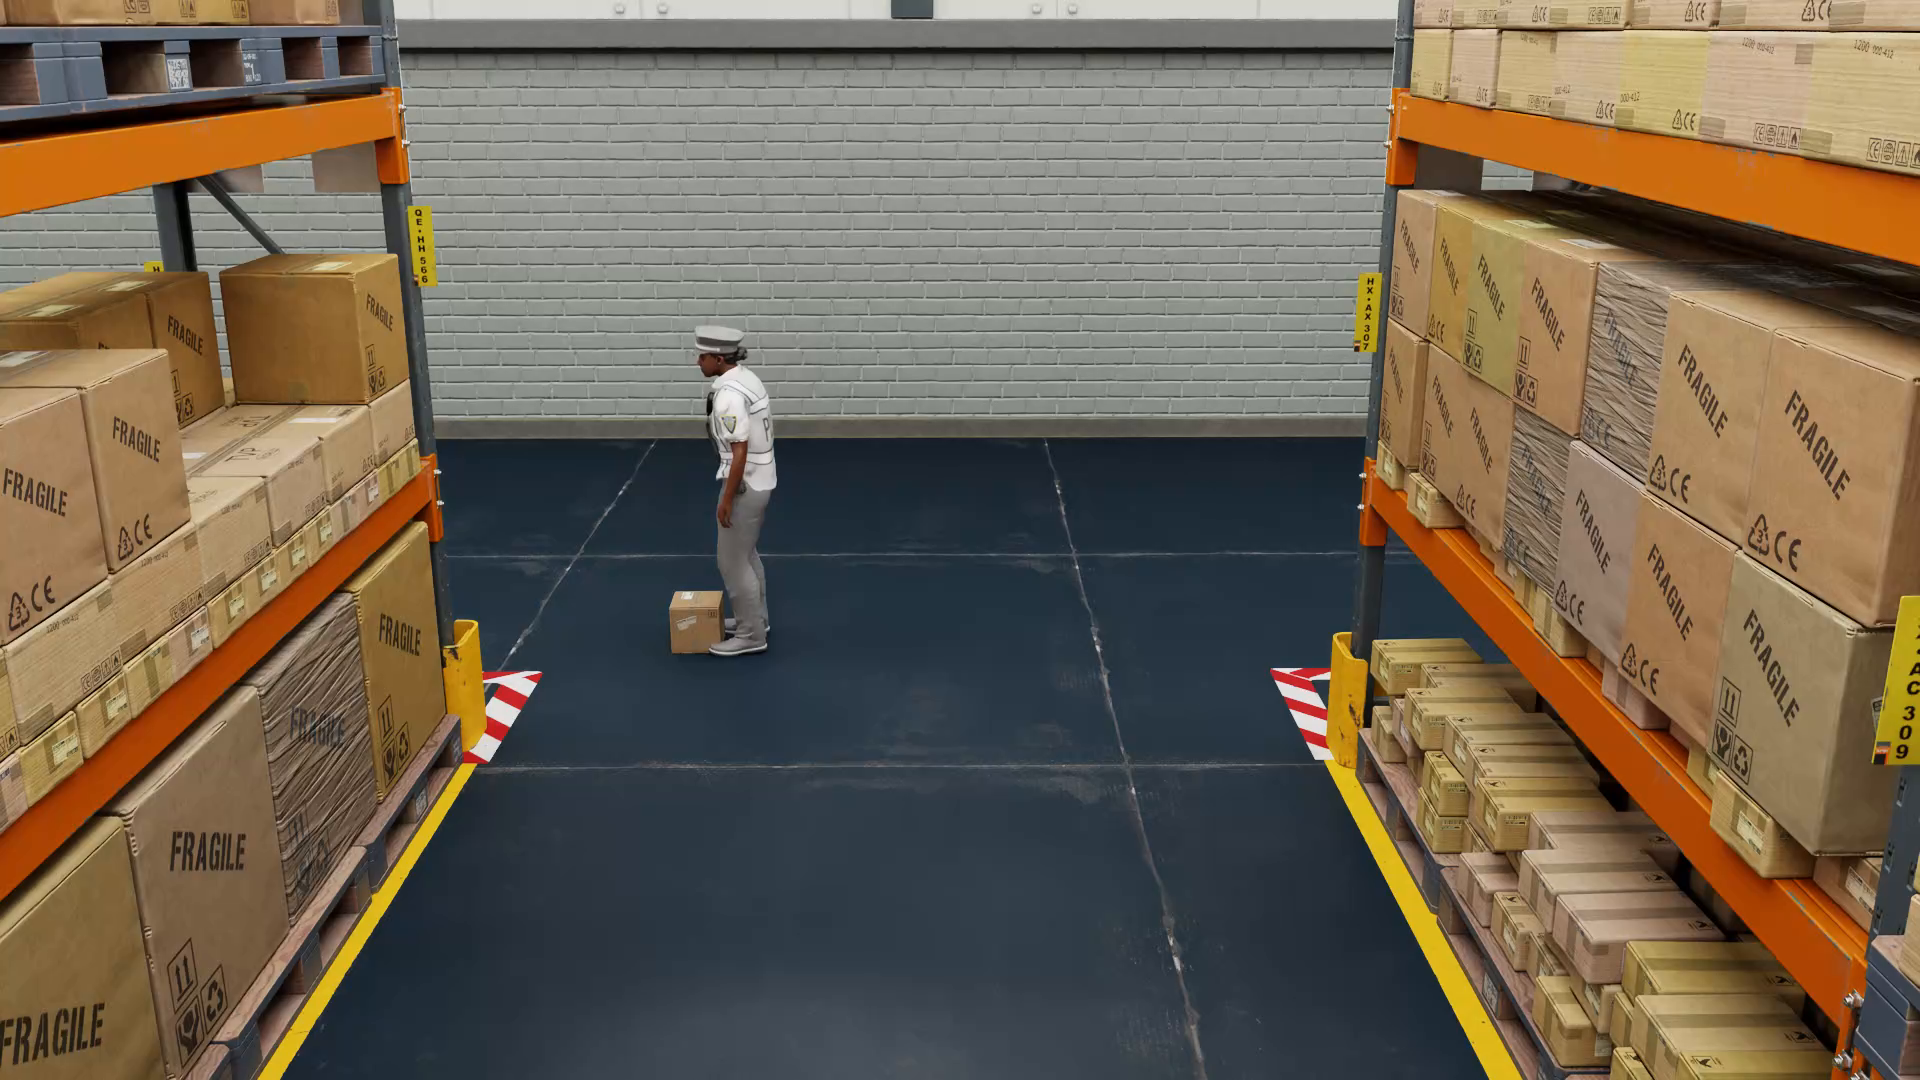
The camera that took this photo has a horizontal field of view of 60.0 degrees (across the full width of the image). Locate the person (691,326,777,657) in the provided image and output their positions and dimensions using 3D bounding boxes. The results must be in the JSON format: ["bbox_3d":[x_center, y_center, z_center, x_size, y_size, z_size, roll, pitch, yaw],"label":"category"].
[{"bbox_3d":[-1.117,-0.255,8.369,0.393,1.660,0.506,0,17,-1],"label":"person"}]
